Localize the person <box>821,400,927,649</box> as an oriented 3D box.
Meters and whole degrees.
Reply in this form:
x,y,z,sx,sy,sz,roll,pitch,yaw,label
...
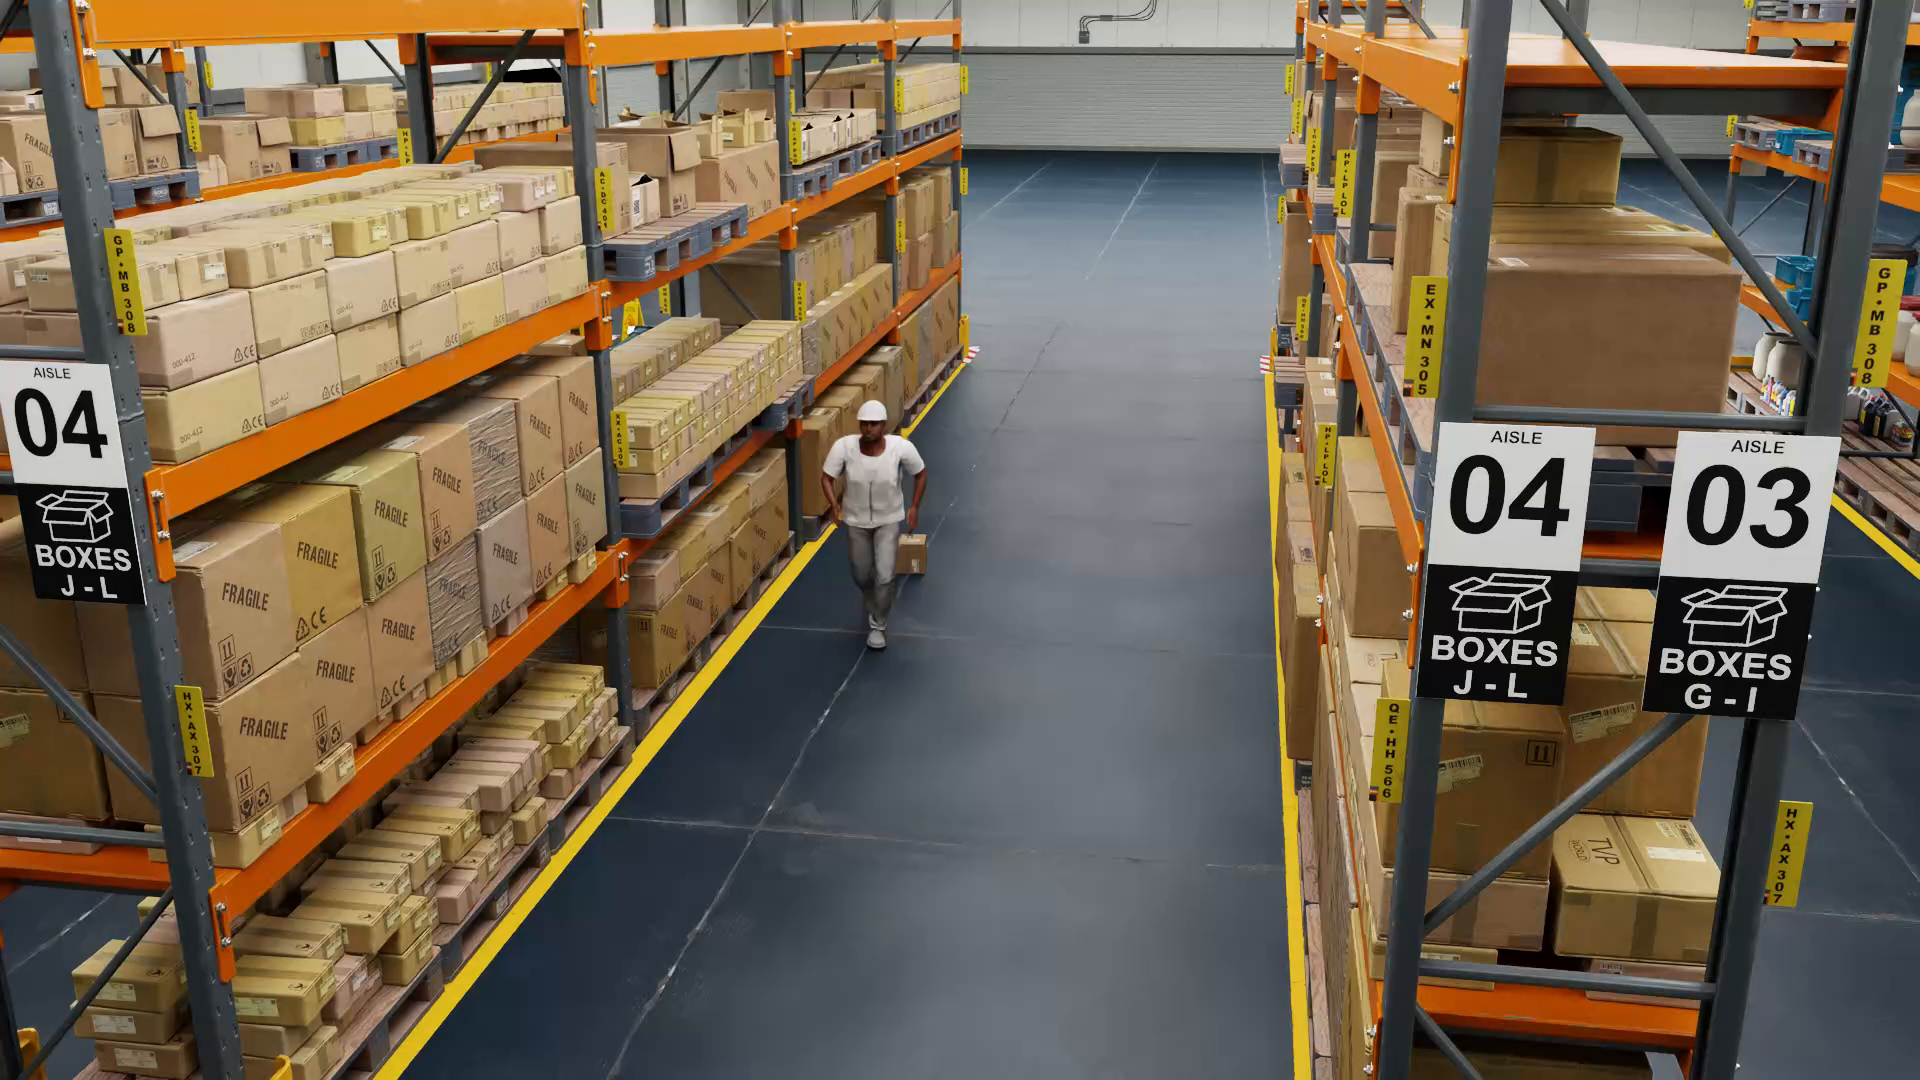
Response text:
x,y,z,sx,sy,sz,roll,pitch,yaw,label
-0.591,-0.162,11.563,0.729,1.730,0.766,0,18,1,person
